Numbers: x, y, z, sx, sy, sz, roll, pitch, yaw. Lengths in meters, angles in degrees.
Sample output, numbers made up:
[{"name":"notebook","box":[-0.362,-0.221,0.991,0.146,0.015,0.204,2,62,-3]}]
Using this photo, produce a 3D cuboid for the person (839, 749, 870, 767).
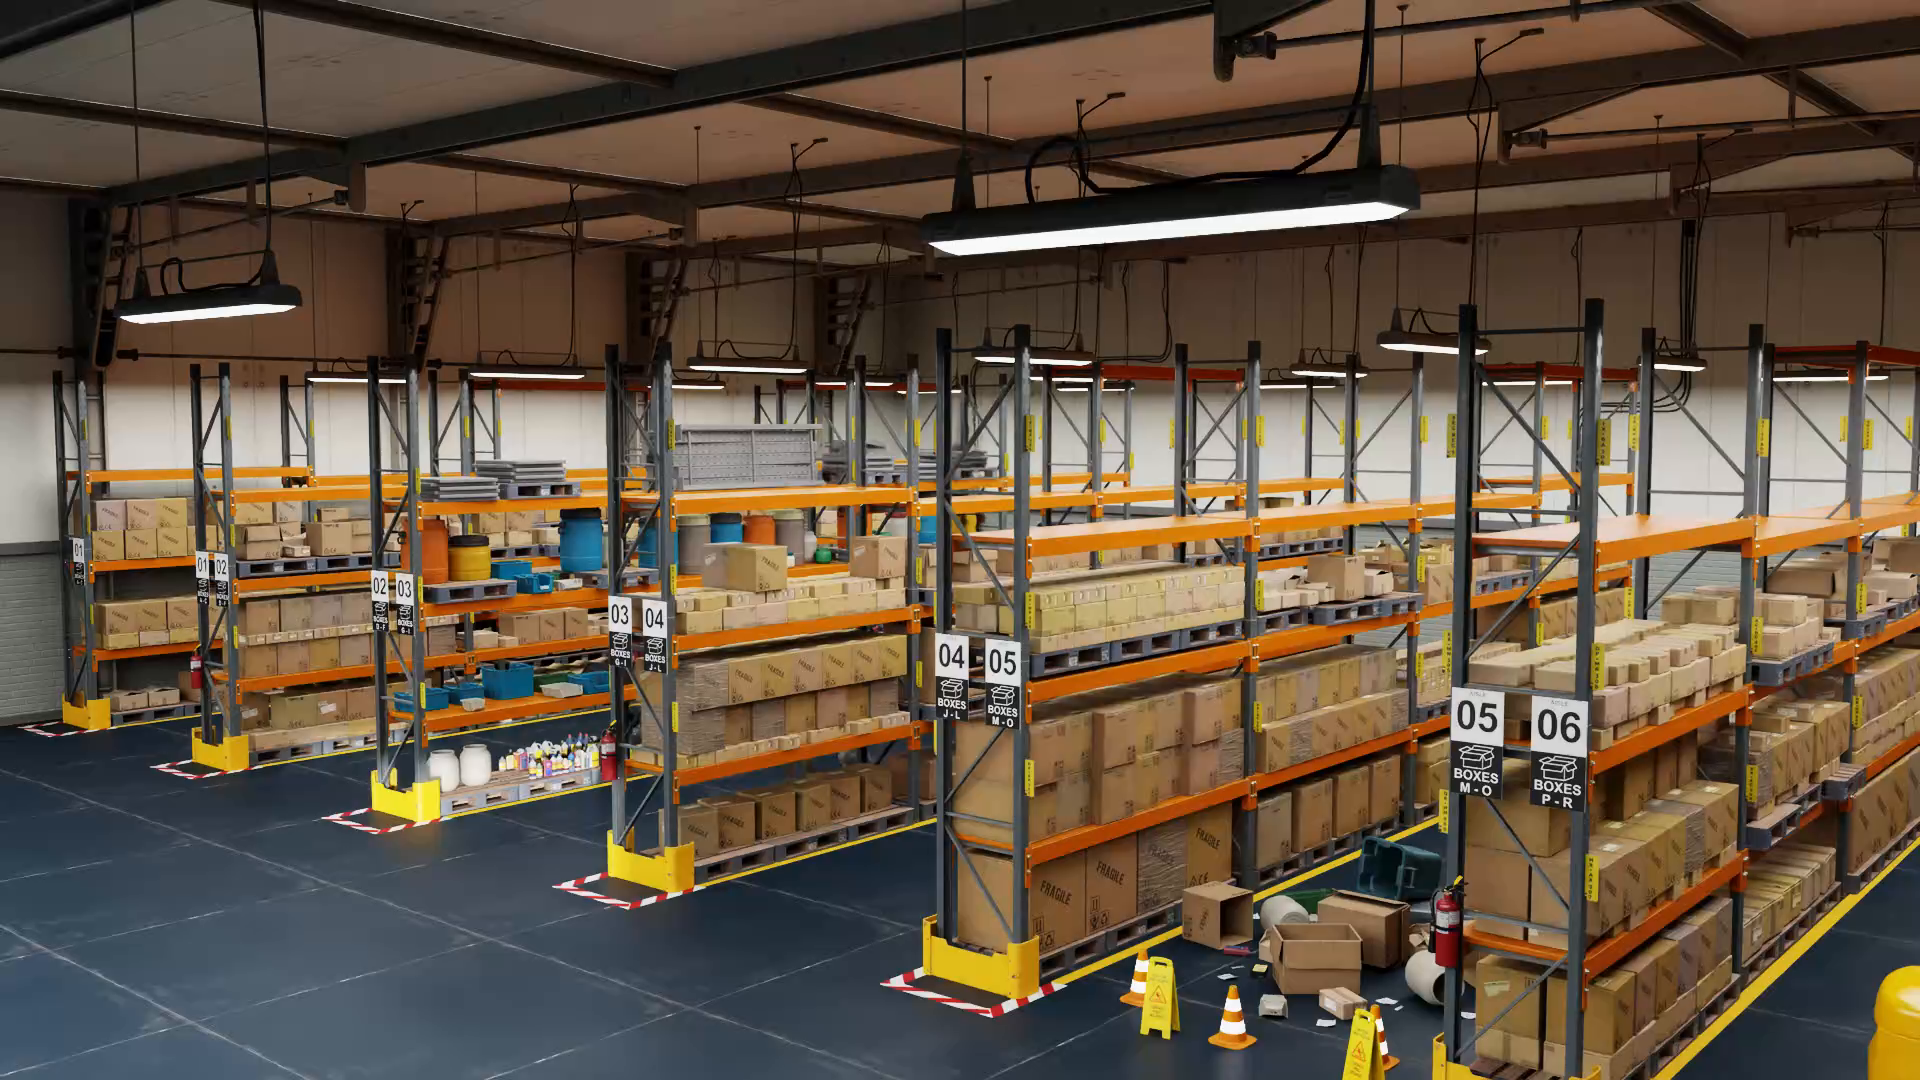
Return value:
[{"name":"person","box":[-1.533,2.686,23.261,0.626,1.637,0.584,-4,6,-43]}]

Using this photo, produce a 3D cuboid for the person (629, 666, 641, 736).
[{"name":"person","box":[-5.370,2.453,26.525,0.516,1.605,0.855,3,5,31]}]

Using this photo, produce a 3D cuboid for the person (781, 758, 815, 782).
[{"name":"person","box":[-2.273,2.650,23.090,0.636,1.747,0.713,2,5,25]}]
